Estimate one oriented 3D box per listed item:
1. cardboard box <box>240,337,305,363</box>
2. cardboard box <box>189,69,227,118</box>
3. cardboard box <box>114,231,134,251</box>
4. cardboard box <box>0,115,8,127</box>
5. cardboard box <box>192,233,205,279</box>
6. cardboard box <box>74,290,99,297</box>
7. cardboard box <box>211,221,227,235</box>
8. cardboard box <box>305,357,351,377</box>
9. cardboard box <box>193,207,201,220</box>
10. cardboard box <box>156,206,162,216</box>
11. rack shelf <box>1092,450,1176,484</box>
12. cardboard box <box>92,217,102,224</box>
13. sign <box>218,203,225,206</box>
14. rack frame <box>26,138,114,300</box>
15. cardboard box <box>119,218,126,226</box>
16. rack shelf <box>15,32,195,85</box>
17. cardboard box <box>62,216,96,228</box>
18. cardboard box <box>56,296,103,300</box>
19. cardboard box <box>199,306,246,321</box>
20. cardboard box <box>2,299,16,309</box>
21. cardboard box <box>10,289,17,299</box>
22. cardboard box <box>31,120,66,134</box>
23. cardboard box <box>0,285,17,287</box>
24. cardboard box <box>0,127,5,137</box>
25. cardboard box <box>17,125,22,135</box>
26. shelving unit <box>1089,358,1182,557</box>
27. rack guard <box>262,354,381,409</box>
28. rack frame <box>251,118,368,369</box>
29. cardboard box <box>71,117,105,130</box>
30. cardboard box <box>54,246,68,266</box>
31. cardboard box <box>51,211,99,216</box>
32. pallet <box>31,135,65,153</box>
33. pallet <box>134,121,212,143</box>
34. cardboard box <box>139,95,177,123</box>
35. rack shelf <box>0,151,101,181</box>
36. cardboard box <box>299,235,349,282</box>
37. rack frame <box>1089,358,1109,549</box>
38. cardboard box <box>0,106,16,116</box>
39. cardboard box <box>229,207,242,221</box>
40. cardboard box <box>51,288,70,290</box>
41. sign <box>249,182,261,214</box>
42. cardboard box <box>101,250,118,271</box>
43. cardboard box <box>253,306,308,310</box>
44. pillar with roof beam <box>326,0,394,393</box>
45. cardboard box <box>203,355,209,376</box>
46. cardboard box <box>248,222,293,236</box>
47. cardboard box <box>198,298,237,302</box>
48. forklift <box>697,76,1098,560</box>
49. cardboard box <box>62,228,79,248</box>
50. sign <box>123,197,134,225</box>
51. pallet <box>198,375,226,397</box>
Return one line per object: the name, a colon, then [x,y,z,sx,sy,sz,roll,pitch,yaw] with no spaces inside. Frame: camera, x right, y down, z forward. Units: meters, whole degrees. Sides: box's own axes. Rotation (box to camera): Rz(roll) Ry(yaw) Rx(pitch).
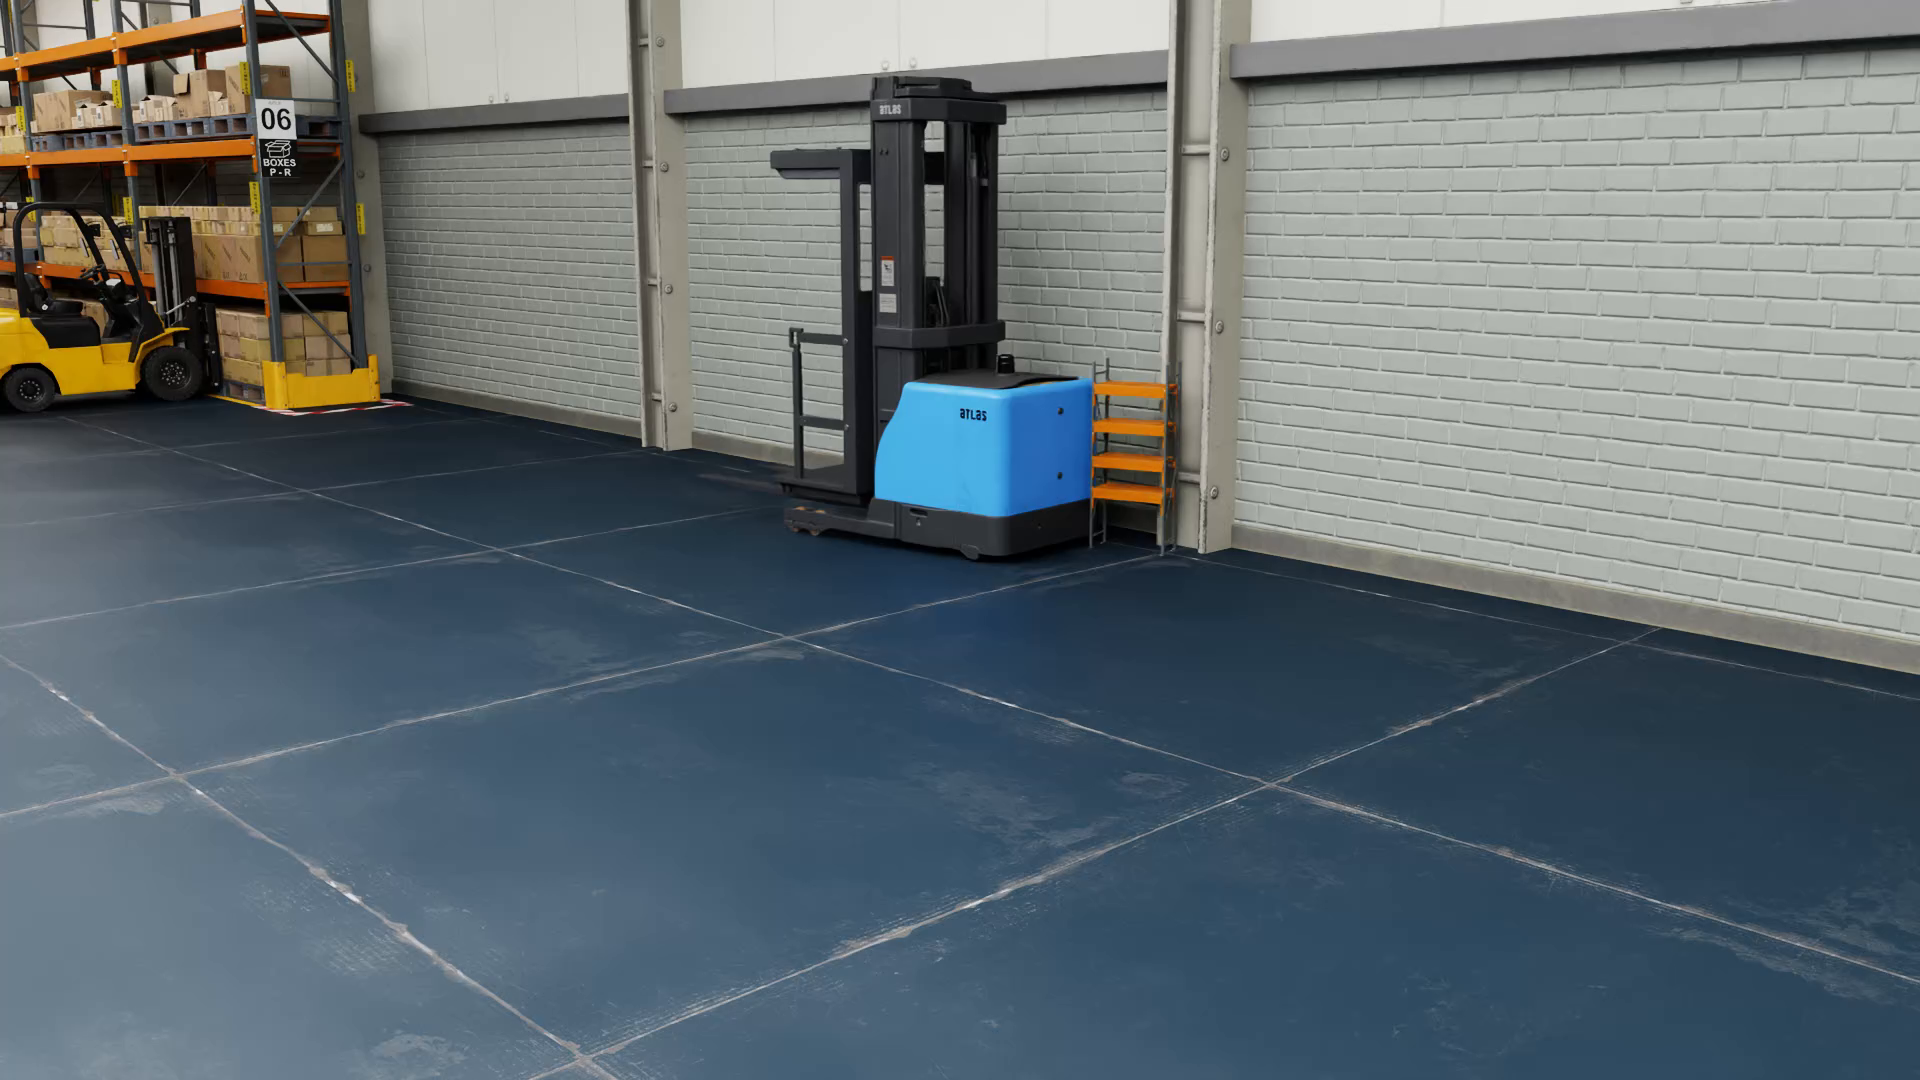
cardboard box: [-7.504,-2.088,18.149,0.500,0.250,0.500,-11,16,-43]
cardboard box: [-8.059,-4.924,18.408,0.700,0.500,0.500,-11,16,-42]
cardboard box: [-10.229,-3.748,20.804,0.500,0.250,0.500,-11,16,-44]
cardboard box: [-13.638,-6.023,23.926,0.380,0.149,0.250,-11,16,-44]
cardboard box: [-8.533,-3.265,19.077,0.500,0.500,0.500,-11,16,-42]
cardboard box: [-12.766,-3.586,24.429,0.380,0.149,0.250,-10,15,-41]
cardboard box: [-8.099,-3.485,18.539,0.250,0.149,0.380,11,16,43]
cardboard box: [-7.140,-1.915,18.547,0.500,0.250,0.500,-11,16,-42]
cardboard box: [-8.567,-3.755,19.109,0.380,0.149,0.250,-11,16,-42]
cardboard box: [-9.440,-3.942,20.020,0.380,0.149,0.250,-11,16,-42]
rack shelf: [1.105,-0.462,10.513,0.480,0.148,0.258,6,13,27]
cardboard box: [-11.005,-4.109,21.566,0.380,0.149,0.250,-11,16,-42]
sign: [-9.304,-4.081,20.946,0.100,0.325,0.005,-11,16,-43]
rack frame: [-12.467,-4.125,23.498,1.000,3.000,0.127,-11,16,-43]
cardboard box: [-10.292,-3.962,20.852,0.380,0.149,0.250,-11,16,-43]
rack shelf: [-11.086,-6.223,21.589,1.077,0.370,4.000,-11,16,-43]
cardboard box: [-11.889,-4.295,22.468,0.380,0.149,0.250,-11,16,-42]
cardboard box: [-12.046,-3.074,23.244,0.875,0.625,0.625,-10,15,-41]
cardboard box: [-8.543,-2.551,19.153,0.500,0.250,0.500,-11,16,-44]
cardboard box: [-13.988,-3.362,24.948,0.500,0.500,0.500,11,16,43]
cardboard box: [-14.019,-3.701,24.988,0.380,0.149,0.250,-11,16,-42]
cardboard box: [-12.446,-5.641,22.714,0.380,0.166,0.250,-11,16,-43]
cardboard box: [-14.741,-3.853,25.724,0.250,0.149,0.380,11,16,42]
cardboard box: [-13.756,-5.925,24.188,0.380,0.149,0.250,-10,15,-41]
cardboard box: [-13.051,-5.774,23.456,0.250,0.149,0.380,11,16,44]
shelving unit: [1.105,-0.528,10.499,0.503,1.200,0.258,6,13,27]
rack guard: [-6.926,-1.729,18.067,1.175,0.500,0.348,-11,16,-43]
rack frame: [-6.942,-2.957,17.831,1.000,3.000,0.127,-11,16,-43]
cardboard box: [-11.216,-5.372,21.455,0.380,0.149,0.250,-11,16,-43]
cardboard box: [-11.993,-3.878,22.674,0.500,0.250,0.500,-11,16,-44]
cardboard box: [-12.709,-4.476,23.916,0.500,0.500,0.500,-10,15,-40]
pallet: [-11.934,-5.415,22.794,1.213,0.211,1.003,-10,15,-40]
pallet: [-9.097,-4.846,19.784,1.003,0.211,1.213,-11,16,-43]
cardboard box: [-9.306,-5.066,19.565,0.500,0.311,0.500,-10,16,-41]
rack shelf: [-13.848,-5.533,24.685,1.077,0.370,4.000,-11,16,-43]
cardboard box: [-7.083,-3.117,18.360,0.500,0.500,0.500,-10,15,-41]
rack frame: [0.890,-0.551,10.611,0.015,1.200,0.240,6,13,27]
cardboard box: [-14.762,-6.589,25.595,0.396,0.266,0.258,-11,16,-43]
cardboard box: [-7.735,-3.559,18.158,0.380,0.149,0.250,-10,16,-41]
cardboard box: [-13.533,-3.725,25.103,0.380,0.149,0.250,-11,16,-42]
sign: [-7.344,-3.567,17.333,0.100,0.325,0.005,-11,16,-43]
cardboard box: [-10.593,-3.577,21.212,0.500,0.250,0.500,-11,16,-43]
cardboard box: [-7.823,-2.549,19.147,0.500,0.250,0.500,-11,16,-43]
pillar with roof beam: [-9.885,-5.523,15.417,9.100,9.000,0.400,-11,16,-43]
cardboard box: [-8.546,-2.062,19.257,0.500,0.250,0.500,-10,15,-41]
cardboard box: [-7.384,-3.335,17.812,0.380,0.149,0.250,-11,16,-42]
cardboard box: [-9.225,-2.845,20.581,0.500,0.250,0.500,-10,16,-41]
forklift: [-0.551,-1.539,11.116,3.031,2.935,1.130,10,15,40]
cardboard box: [-11.644,-4.045,22.245,0.500,0.250,0.500,11,16,44]
sign: [-10.090,-3.992,20.182,0.100,0.325,0.005,-11,16,-43]
pallet: [-8.339,-1.875,19.490,1.003,0.211,1.213,-11,16,-43]
